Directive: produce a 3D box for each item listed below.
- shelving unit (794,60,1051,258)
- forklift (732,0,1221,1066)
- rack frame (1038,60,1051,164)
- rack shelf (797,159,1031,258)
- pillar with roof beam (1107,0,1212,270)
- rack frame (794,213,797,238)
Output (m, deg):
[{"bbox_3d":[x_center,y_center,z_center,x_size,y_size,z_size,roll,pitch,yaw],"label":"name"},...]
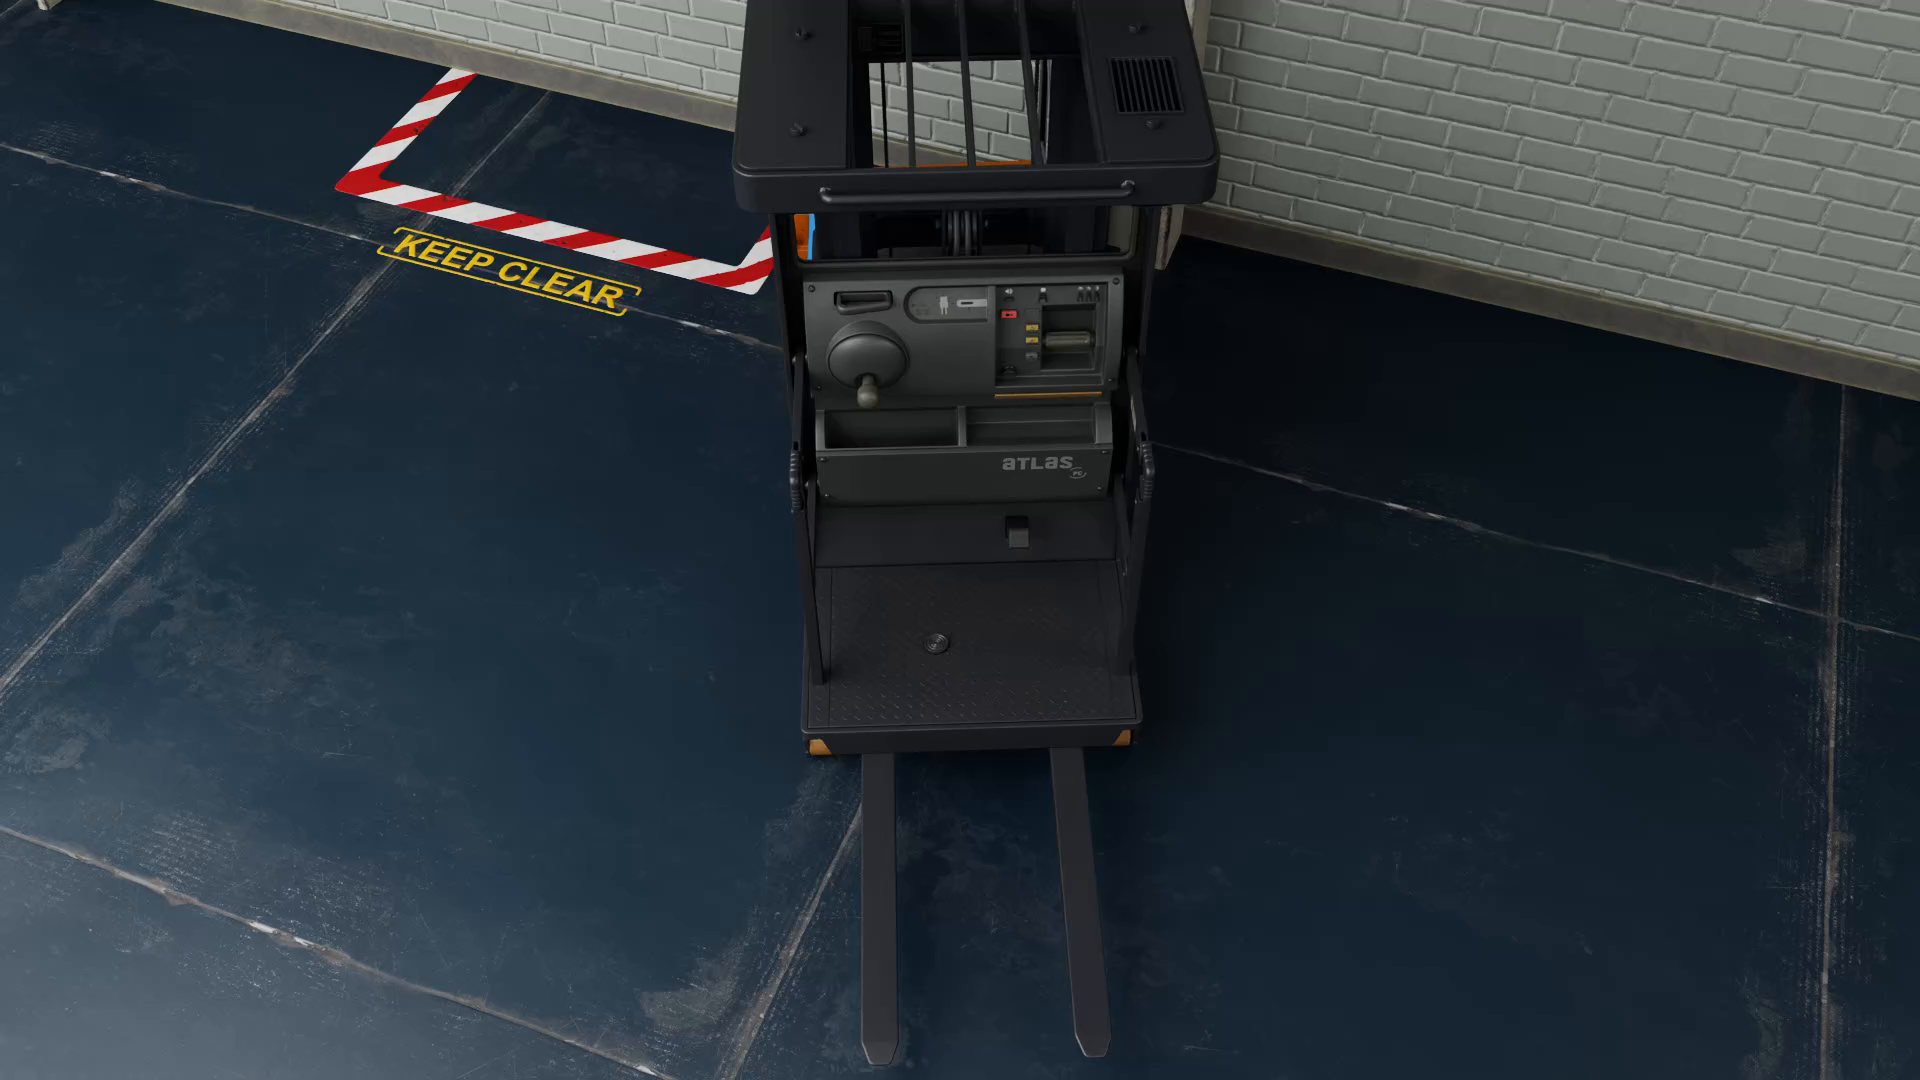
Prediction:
[{"bbox_3d":[-0.156,-1.390,6.462,1.083,1.500,0.587,-3,49,-3],"label":"shelving unit"},{"bbox_3d":[0.023,-0.490,4.735,1.130,2.935,3.031,-2,49,-1],"label":"forklift"},{"bbox_3d":[0.342,-1.419,6.487,0.032,1.500,0.500,-3,49,-3],"label":"rack frame"},{"bbox_3d":[-0.165,-1.272,6.598,1.000,0.185,0.538,-3,49,-3],"label":"rack shelf"},{"bbox_3d":[-0.732,-1.236,1.366,0.400,9.000,9.100,16,51,13],"label":"pillar with roof beam"},{"bbox_3d":[-0.672,-1.361,6.437,0.032,1.500,0.500,-3,49,-3],"label":"rack frame"}]
